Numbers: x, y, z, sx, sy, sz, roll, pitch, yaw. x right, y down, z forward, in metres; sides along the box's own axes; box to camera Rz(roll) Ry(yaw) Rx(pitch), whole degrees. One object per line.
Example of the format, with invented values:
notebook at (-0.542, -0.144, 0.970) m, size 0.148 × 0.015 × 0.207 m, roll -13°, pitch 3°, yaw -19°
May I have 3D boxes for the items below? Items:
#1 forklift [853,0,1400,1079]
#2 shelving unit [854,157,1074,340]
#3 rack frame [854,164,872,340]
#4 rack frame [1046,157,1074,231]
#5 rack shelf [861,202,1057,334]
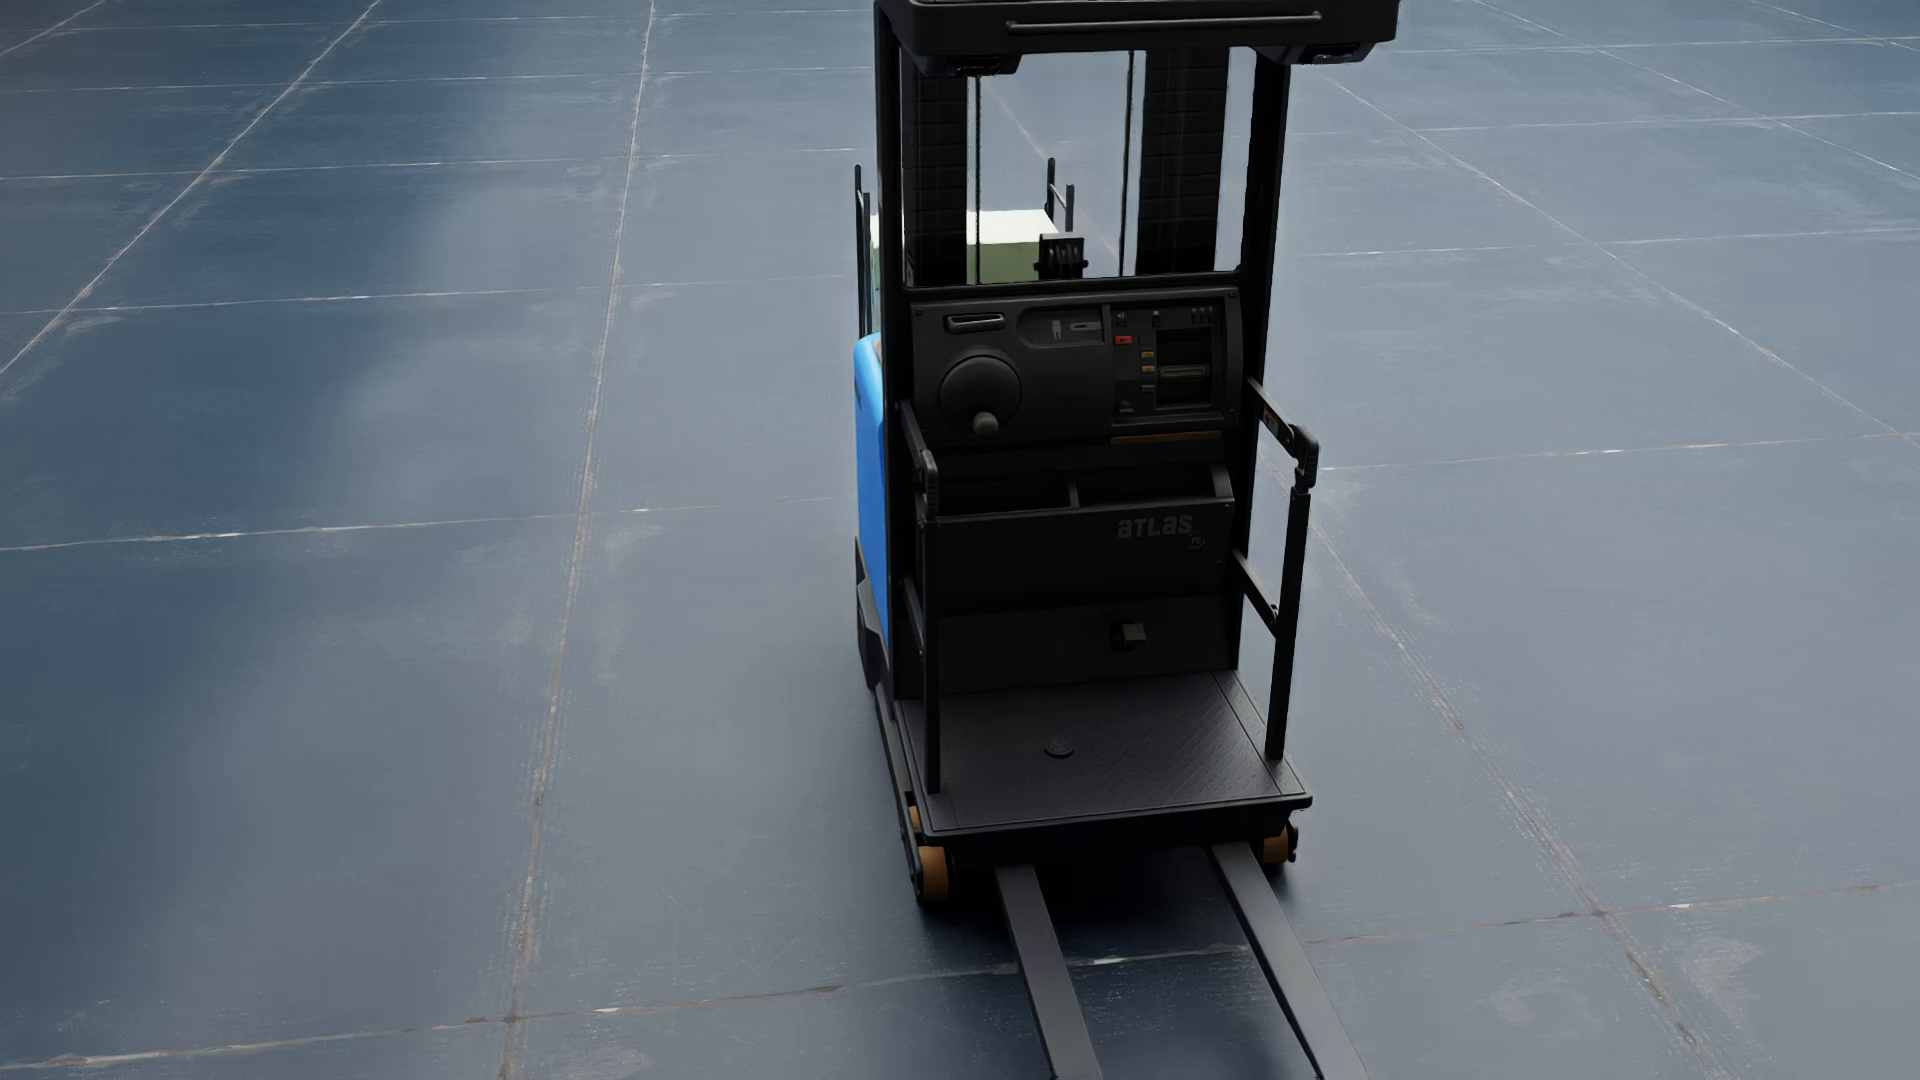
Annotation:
forklift at (0.366, -0.450, 4.417) m, size 1.130 × 2.935 × 3.031 m, roll -4°, pitch 27°, yaw -8°
shelving unit at (0.007, -0.668, 6.408) m, size 0.755 × 1.500 × 0.431 m, roll -4°, pitch 27°, yaw -7°
rack frame at (-0.356, -0.644, 6.363) m, size 0.023 × 1.500 × 0.400 m, roll -4°, pitch 27°, yaw -7°
rack frame at (0.369, -0.691, 6.454) m, size 0.023 × 1.500 × 0.400 m, roll -4°, pitch 27°, yaw -7°
rack shelf at (0.007, -1.015, 6.230) m, size 0.720 × 0.370 × 0.431 m, roll -4°, pitch 27°, yaw -7°
